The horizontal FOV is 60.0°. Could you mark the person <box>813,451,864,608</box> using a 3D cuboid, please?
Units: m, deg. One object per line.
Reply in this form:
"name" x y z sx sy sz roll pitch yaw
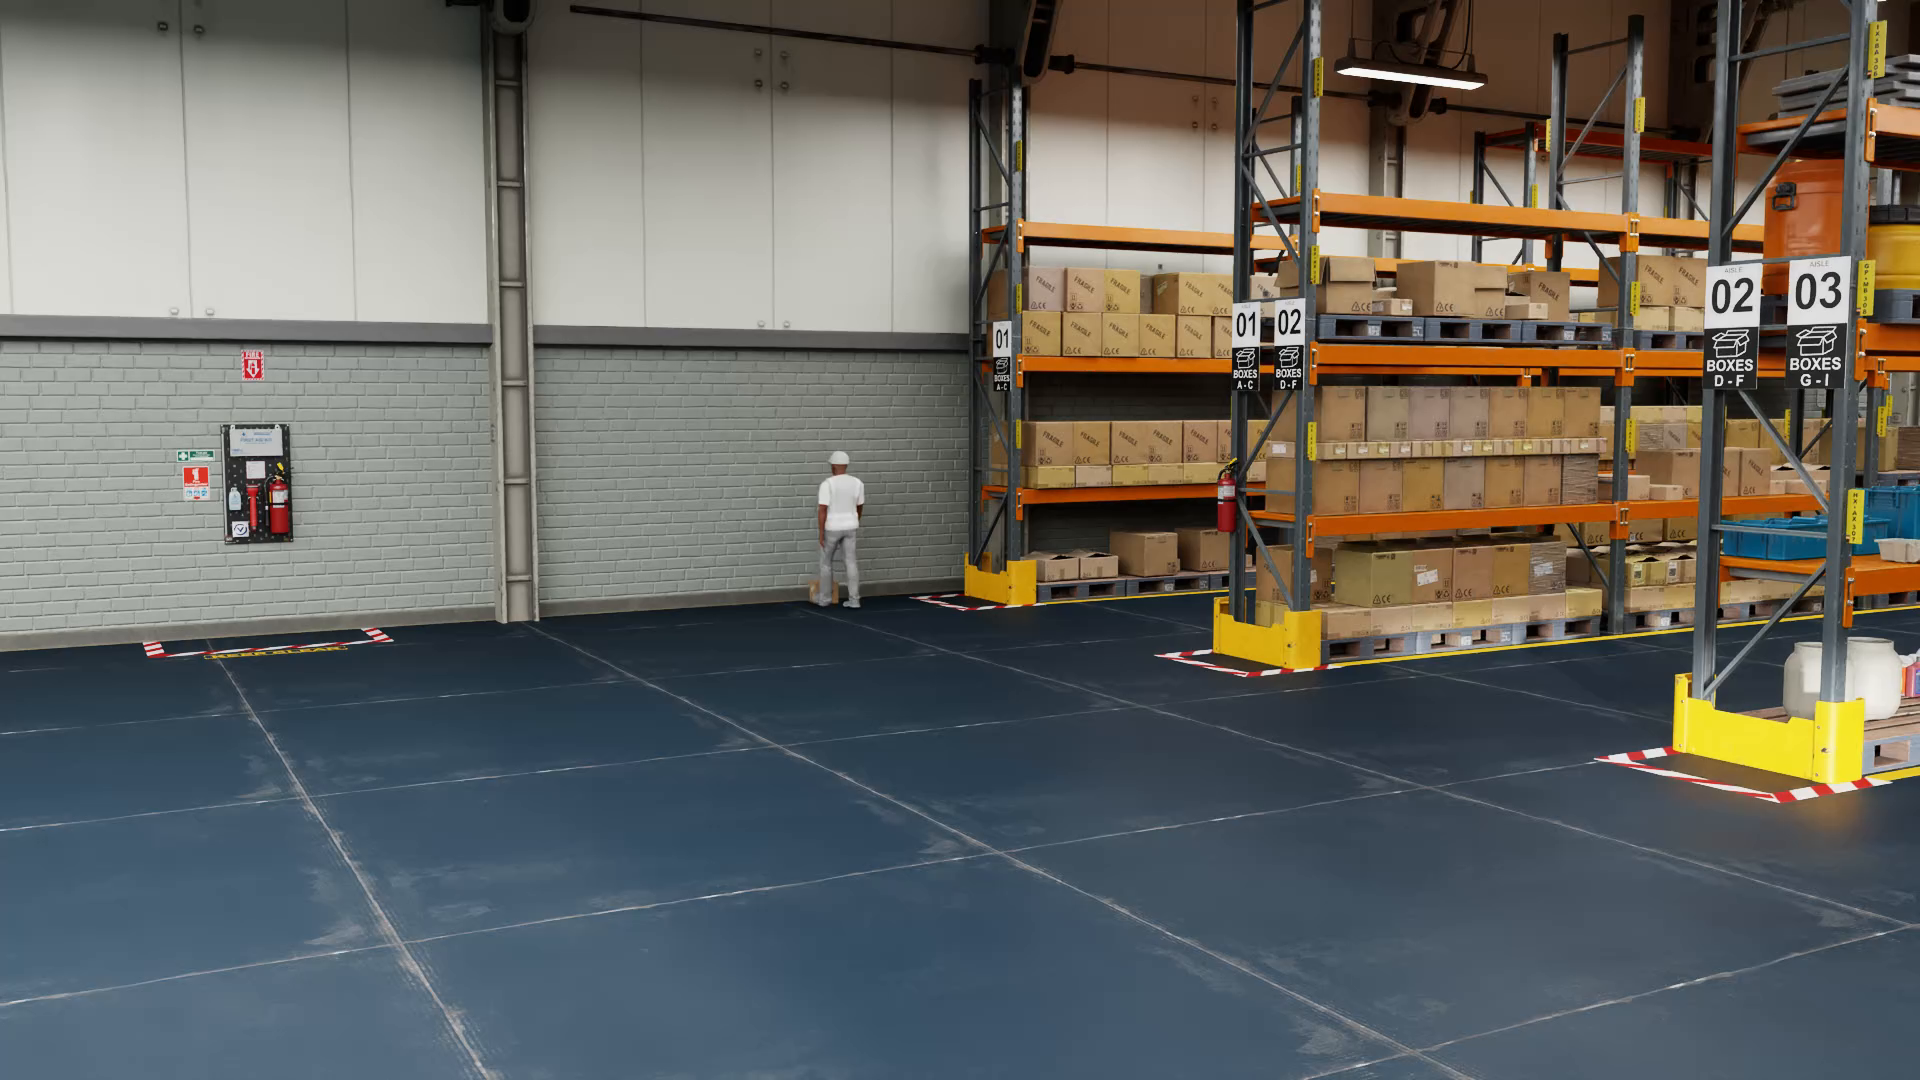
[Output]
"person" -1.371 -0.116 18.604 0.571 1.766 0.669 -3 6 -28
